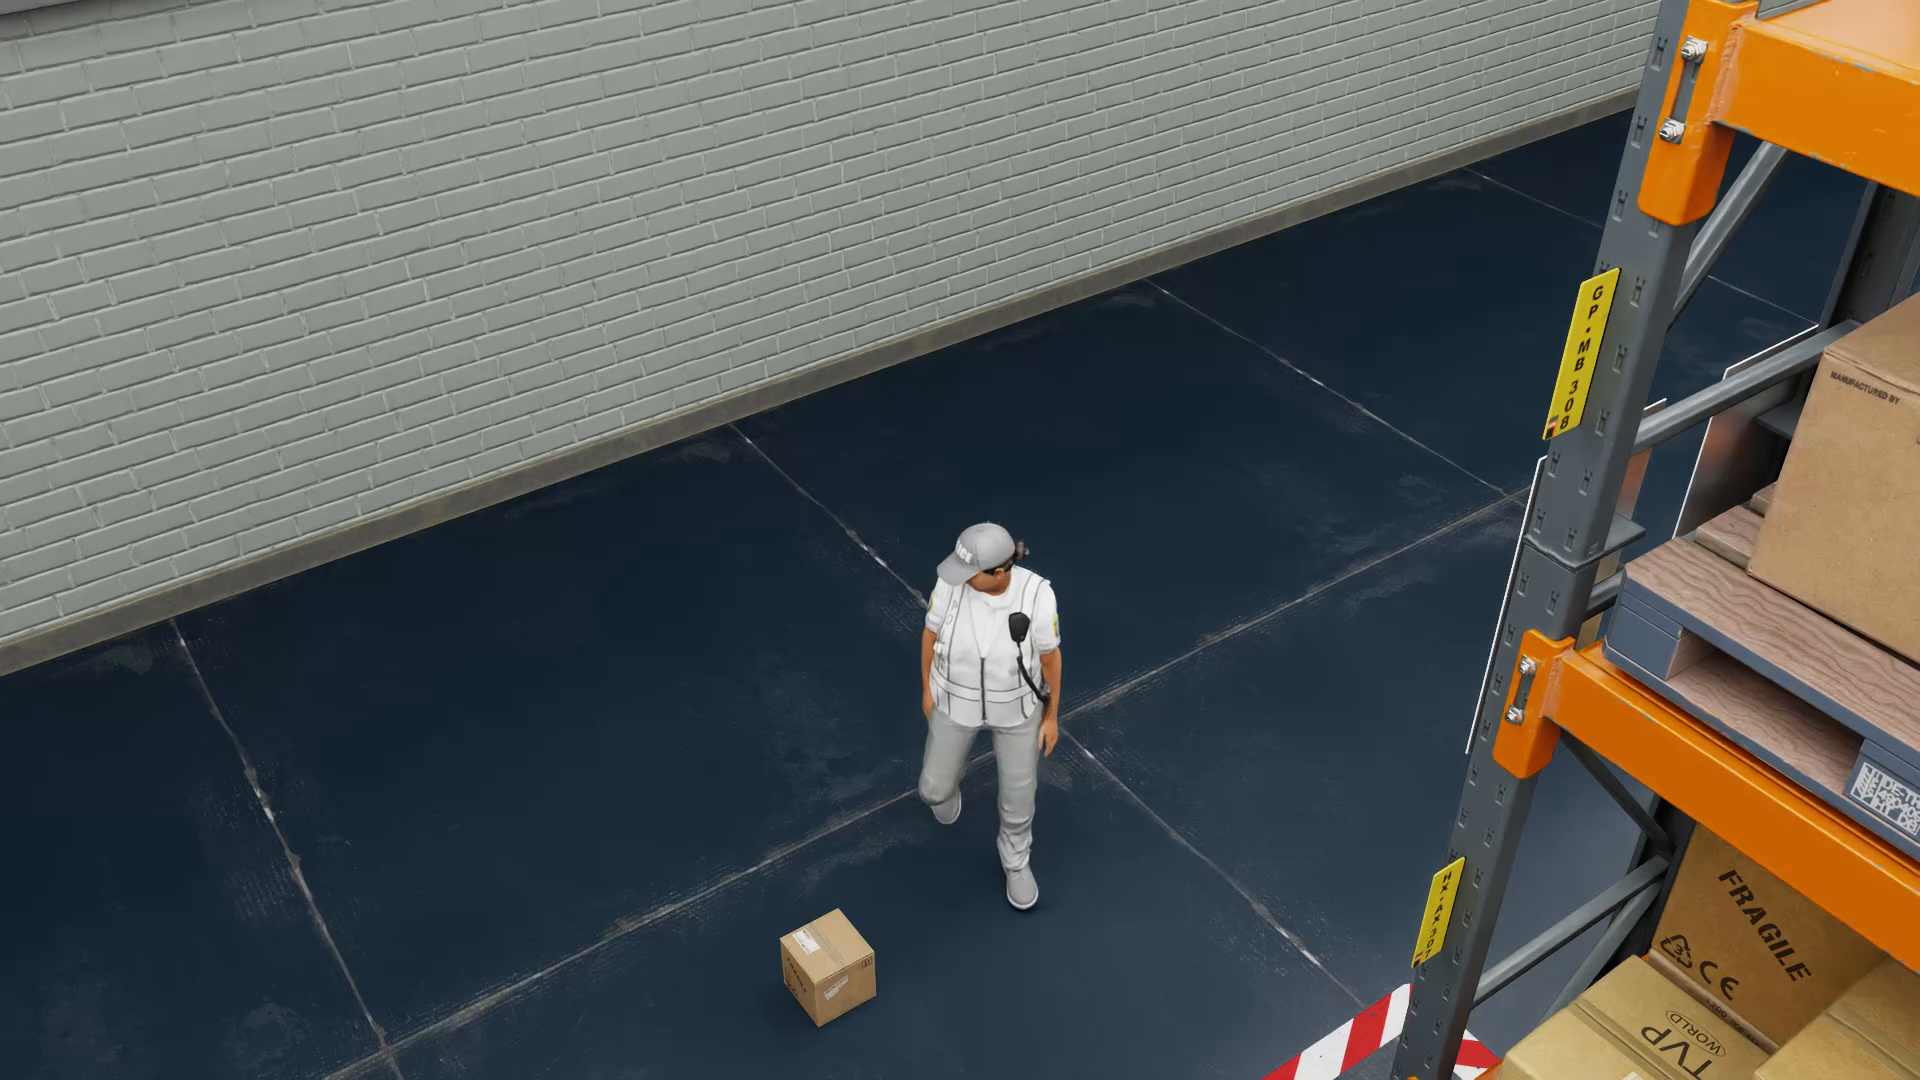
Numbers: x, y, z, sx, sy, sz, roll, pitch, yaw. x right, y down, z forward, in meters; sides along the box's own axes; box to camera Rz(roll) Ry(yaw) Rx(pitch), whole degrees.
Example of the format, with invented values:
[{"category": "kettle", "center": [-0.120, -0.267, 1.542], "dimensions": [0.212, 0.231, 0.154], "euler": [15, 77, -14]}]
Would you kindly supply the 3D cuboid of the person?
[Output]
[{"category": "person", "center": [0.113, 0.591, 6.187], "dimensions": [0.519, 1.656, 0.590], "euler": [3, 37, 4]}]
